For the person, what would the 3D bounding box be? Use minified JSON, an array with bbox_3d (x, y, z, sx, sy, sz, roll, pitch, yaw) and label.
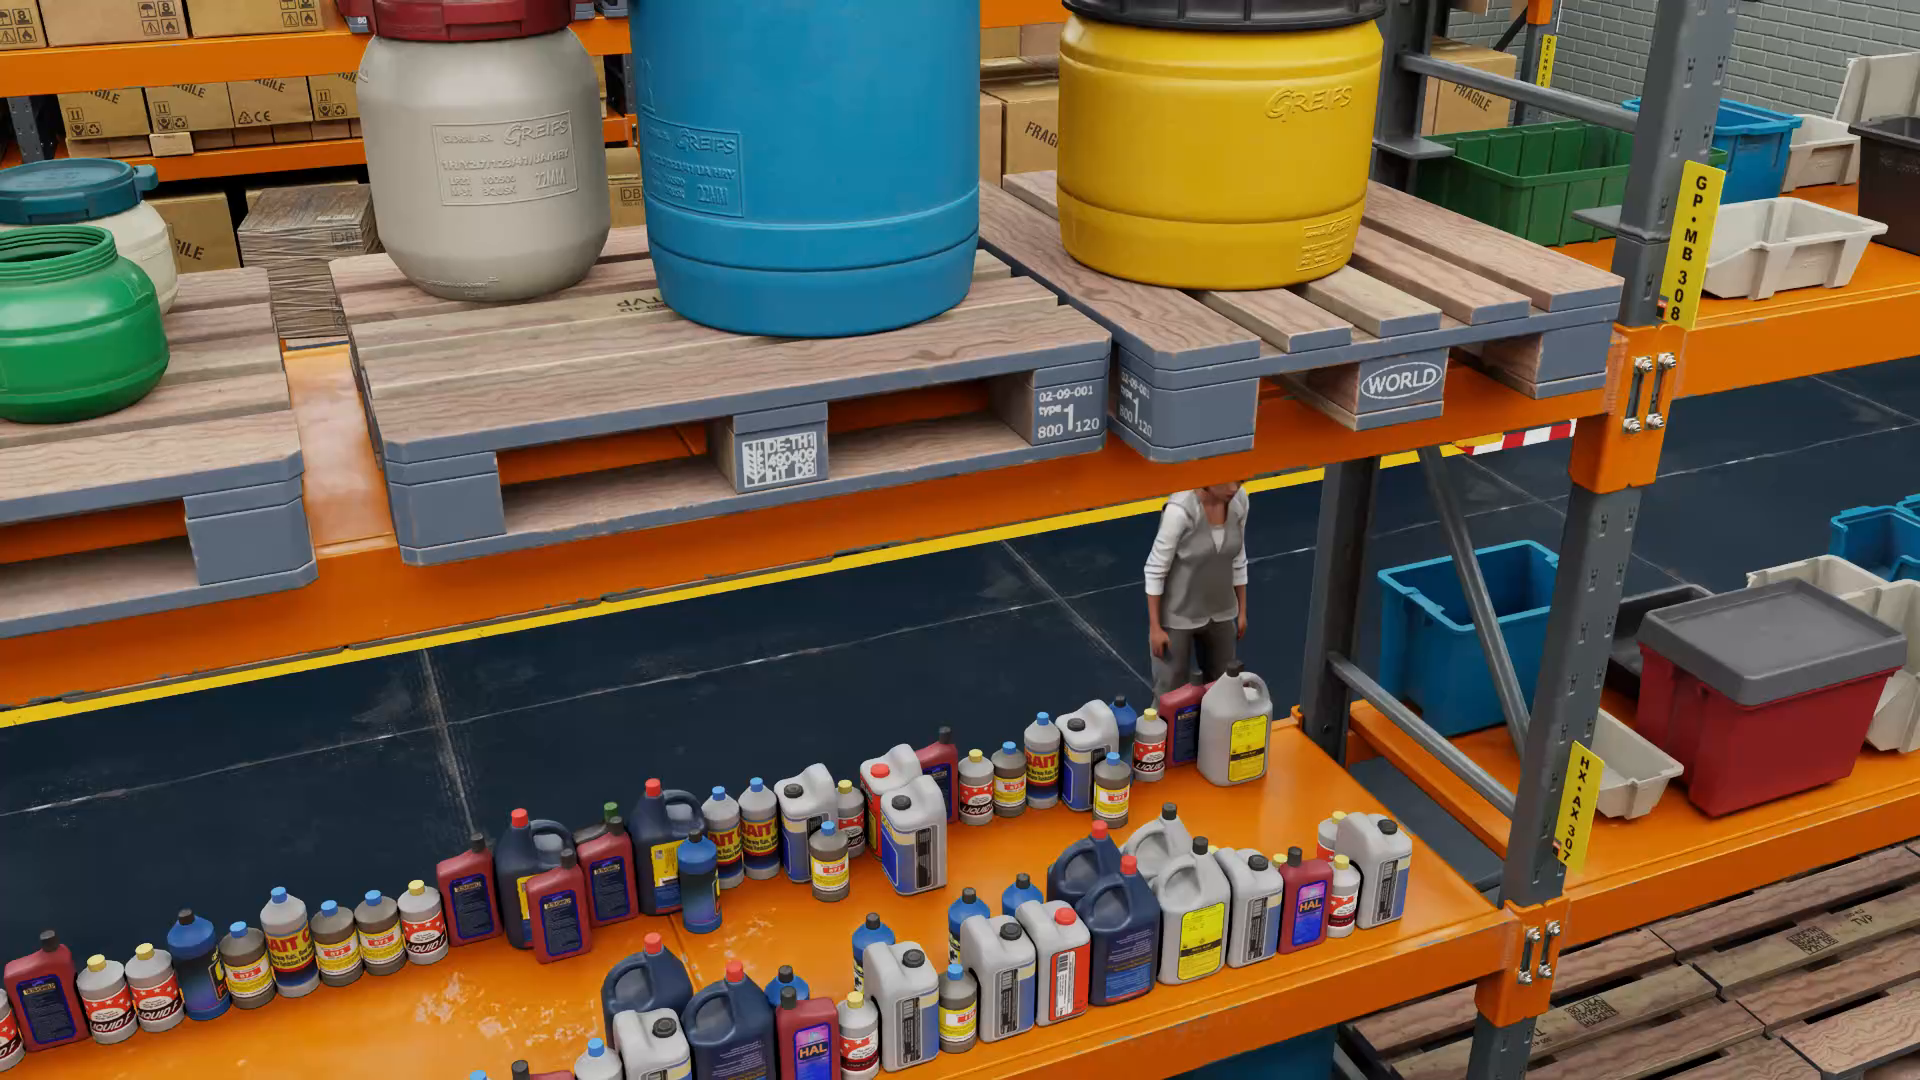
[{"bbox_3d":[0.921,0.319,6.482,0.466,1.591,0.348,-12,29,-22],"label":"person"}]
